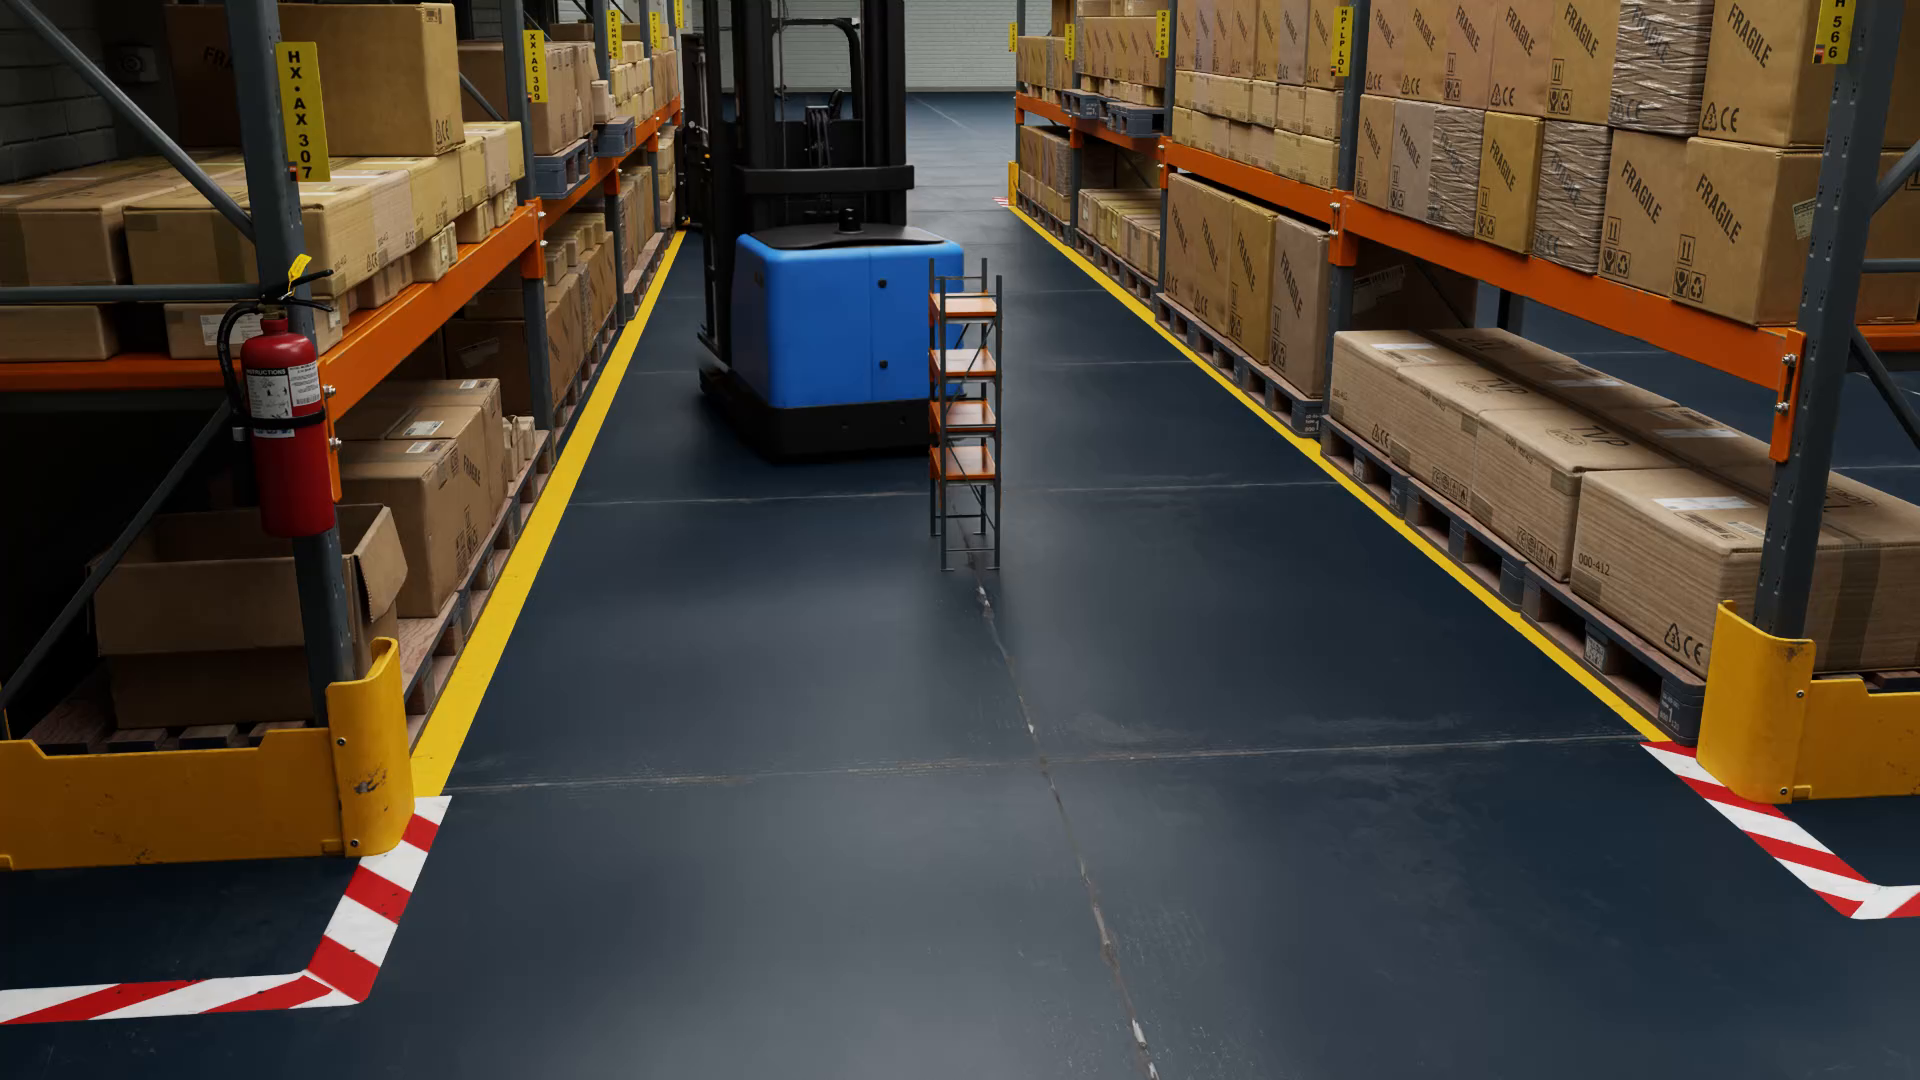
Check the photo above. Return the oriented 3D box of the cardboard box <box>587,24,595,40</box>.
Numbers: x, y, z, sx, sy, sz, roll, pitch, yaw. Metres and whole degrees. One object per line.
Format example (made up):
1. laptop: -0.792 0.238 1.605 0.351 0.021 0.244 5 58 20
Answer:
1. cardboard box: -3.673 -4.830 15.807 0.380 0.149 0.250 -2 18 -7

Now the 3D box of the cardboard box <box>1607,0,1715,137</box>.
1. cardboard box: 2.450 -1.564 5.314 0.500 0.500 0.500 -2 18 -5

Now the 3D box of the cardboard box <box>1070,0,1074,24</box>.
1. cardboard box: 1.552 -5.583 17.621 0.700 0.500 0.500 -2 18 -6

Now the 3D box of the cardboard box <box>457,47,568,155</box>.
1. cardboard box: -2.357 -2.184 8.259 0.700 0.500 0.500 -1 17 -4

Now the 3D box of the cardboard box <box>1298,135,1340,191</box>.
1. cardboard box: 2.110 -1.994 8.771 0.500 0.250 0.500 -2 18 -7

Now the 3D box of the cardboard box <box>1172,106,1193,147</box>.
1. cardboard box: 1.795 -2.906 11.677 0.500 0.250 0.500 -2 18 -7

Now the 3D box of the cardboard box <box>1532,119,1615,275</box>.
1. cardboard box: 2.407 -1.234 5.933 0.500 0.500 0.500 -1 17 -4

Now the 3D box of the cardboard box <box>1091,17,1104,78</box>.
1. cardboard box: 1.435 -4.268 14.398 0.500 0.500 0.500 -2 18 -6

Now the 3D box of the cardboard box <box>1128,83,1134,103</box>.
1. cardboard box: 1.539 -3.529 13.128 0.380 0.149 0.250 -3 18 -8

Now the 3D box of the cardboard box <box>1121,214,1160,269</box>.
1. cardboard box: 1.862 -2.466 13.711 0.950 0.372 0.625 -2 18 -7

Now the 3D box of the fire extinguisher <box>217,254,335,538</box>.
1. fire extinguisher: -1.642 -0.349 4.033 0.296 0.674 0.183 -2 18 -6

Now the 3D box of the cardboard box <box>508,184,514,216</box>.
1. cardboard box: -2.197 -1.501 7.371 0.380 0.149 0.250 -1 17 -4

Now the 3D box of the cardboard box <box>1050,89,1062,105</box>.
1. cardboard box: 1.138 -4.592 17.216 0.380 0.149 0.250 -2 18 -6

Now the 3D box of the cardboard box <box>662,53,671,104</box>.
1. cardboard box: -3.295 -4.813 17.332 0.500 0.500 0.500 -2 18 -5

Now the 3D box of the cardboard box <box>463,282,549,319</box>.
1. cardboard box: -2.302 -1.218 8.437 0.380 0.149 0.250 -1 17 -3

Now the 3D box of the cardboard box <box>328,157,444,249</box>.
1. cardboard box: -2.004 -1.109 5.454 0.500 0.250 0.500 -2 18 -7

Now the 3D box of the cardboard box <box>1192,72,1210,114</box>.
1. cardboard box: 1.854 -2.986 11.096 0.500 0.250 0.500 -1 17 -4

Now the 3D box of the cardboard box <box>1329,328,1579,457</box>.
1. cardboard box: 2.365 -0.727 8.062 0.875 0.438 0.875 -2 18 -6

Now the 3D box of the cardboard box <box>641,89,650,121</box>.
1. cardboard box: -2.985 -3.806 14.541 0.500 0.250 0.500 -2 18 -6

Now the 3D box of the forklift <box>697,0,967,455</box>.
1. forklift: -0.911 -2.222 9.362 1.130 2.935 3.031 -6 18 -17

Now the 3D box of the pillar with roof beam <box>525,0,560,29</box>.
1. pillar with roof beam: -0.310 -8.120 18.019 9.100 9.000 0.400 -2 18 -6

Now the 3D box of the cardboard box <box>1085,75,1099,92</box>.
1. cardboard box: 1.342 -4.155 15.121 0.380 0.149 0.250 -1 17 -5

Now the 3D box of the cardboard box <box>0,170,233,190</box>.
1. cardboard box: -2.480 -0.946 4.938 0.500 0.250 0.500 -2 18 -5

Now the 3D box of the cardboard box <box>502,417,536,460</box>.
1. cardboard box: -2.180 -0.469 7.720 0.380 0.149 0.250 -2 18 -7

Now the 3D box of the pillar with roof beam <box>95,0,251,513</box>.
1. pillar with roof beam: 0.928 -4.545 6.631 9.100 9.000 0.400 -2 18 -6

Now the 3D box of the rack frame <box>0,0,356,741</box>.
1. rack frame: -2.117 -0.594 4.060 1.000 3.000 0.127 -2 18 -6

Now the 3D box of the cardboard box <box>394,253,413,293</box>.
1. cardboard box: -2.010 -0.888 5.417 0.380 0.149 0.250 -2 17 -5

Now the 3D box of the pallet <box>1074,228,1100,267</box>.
1. pallet: 1.664 -2.761 15.619 1.003 0.211 1.213 -2 18 -6

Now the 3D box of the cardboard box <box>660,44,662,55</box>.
1. cardboard box: -3.186 -4.937 16.645 0.380 0.149 0.250 -2 18 -6

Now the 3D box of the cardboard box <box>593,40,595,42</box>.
1. cardboard box: -3.723 -4.766 16.101 0.380 0.149 0.250 -1 17 -4

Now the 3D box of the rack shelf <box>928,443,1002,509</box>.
1. rack shelf: 0.017 -0.270 6.920 0.258 0.148 0.480 -2 18 -6

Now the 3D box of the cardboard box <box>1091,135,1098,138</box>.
1. cardboard box: 1.671 -4.067 17.762 0.500 0.500 0.500 -1 17 -3

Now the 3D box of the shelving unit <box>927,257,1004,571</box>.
1. shelving unit: 0.017 -0.523 6.840 0.258 1.200 0.503 -2 18 -6

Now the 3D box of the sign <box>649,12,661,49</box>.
1. sign: -2.816 -4.703 15.349 0.100 0.325 0.005 -2 18 -6

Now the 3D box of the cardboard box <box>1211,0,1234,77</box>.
1. cardboard box: 1.901 -3.200 10.525 0.500 0.500 0.500 -1 17 -4

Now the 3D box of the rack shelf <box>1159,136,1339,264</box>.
1. rack shelf: 2.201 -2.192 10.354 1.077 0.370 4.000 -2 18 -6

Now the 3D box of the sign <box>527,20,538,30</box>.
1. sign: -3.907 -4.602 15.250 0.100 0.325 0.005 -2 18 -6

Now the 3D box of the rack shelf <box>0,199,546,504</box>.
1. rack shelf: -2.323 -0.846 6.066 1.077 0.370 4.000 -2 18 -6

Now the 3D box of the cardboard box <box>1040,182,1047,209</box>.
1. cardboard box: 1.141 -3.690 17.811 0.500 0.250 0.500 -2 17 -5

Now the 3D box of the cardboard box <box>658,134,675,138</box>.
1. cardboard box: -3.244 -4.145 17.593 0.500 0.250 0.500 -2 18 -7

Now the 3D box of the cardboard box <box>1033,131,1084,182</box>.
1. cardboard box: 1.083 -4.200 18.185 0.500 0.500 0.500 -1 17 -5

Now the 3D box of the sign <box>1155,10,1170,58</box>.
1. sign: 1.456 -3.627 11.920 0.100 0.325 0.005 -2 18 -6

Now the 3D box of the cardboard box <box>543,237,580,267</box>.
1. cardboard box: -2.530 -1.759 10.161 0.380 0.149 0.250 -3 18 -8

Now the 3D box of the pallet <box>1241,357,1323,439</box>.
1. pallet: 2.253 -0.837 9.490 1.003 0.211 1.213 -2 18 -6

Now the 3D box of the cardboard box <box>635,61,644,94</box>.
1. cardboard box: -2.943 -3.892 13.981 0.500 0.250 0.500 -1 17 -5

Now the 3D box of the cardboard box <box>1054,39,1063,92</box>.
1. cardboard box: 1.229 -4.791 16.765 0.500 0.500 0.500 -1 17 -4

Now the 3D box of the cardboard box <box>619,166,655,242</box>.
1. cardboard box: -3.290 -3.081 15.247 0.875 0.625 0.625 -1 17 -3

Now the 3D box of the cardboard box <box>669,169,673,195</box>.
1. cardboard box: -3.151 -3.599 16.689 0.500 0.250 0.500 -2 18 -6

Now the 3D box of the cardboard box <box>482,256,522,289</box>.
1. cardboard box: -2.362 -1.358 8.386 0.380 0.149 0.250 -2 18 -7

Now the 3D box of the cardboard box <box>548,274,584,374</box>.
1. cardboard box: -2.467 -1.251 9.627 0.500 0.500 0.500 -2 18 -7

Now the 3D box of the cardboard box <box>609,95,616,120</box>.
1. cardboard box: -2.493 -2.874 11.041 0.380 0.149 0.250 -1 17 -5

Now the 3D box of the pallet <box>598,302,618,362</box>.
1. pallet: -2.903 -1.423 11.357 1.003 0.211 1.213 -2 18 -6

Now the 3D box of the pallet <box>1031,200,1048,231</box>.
1. pallet: 1.349 -3.556 18.152 1.003 0.211 1.213 -2 18 -6
